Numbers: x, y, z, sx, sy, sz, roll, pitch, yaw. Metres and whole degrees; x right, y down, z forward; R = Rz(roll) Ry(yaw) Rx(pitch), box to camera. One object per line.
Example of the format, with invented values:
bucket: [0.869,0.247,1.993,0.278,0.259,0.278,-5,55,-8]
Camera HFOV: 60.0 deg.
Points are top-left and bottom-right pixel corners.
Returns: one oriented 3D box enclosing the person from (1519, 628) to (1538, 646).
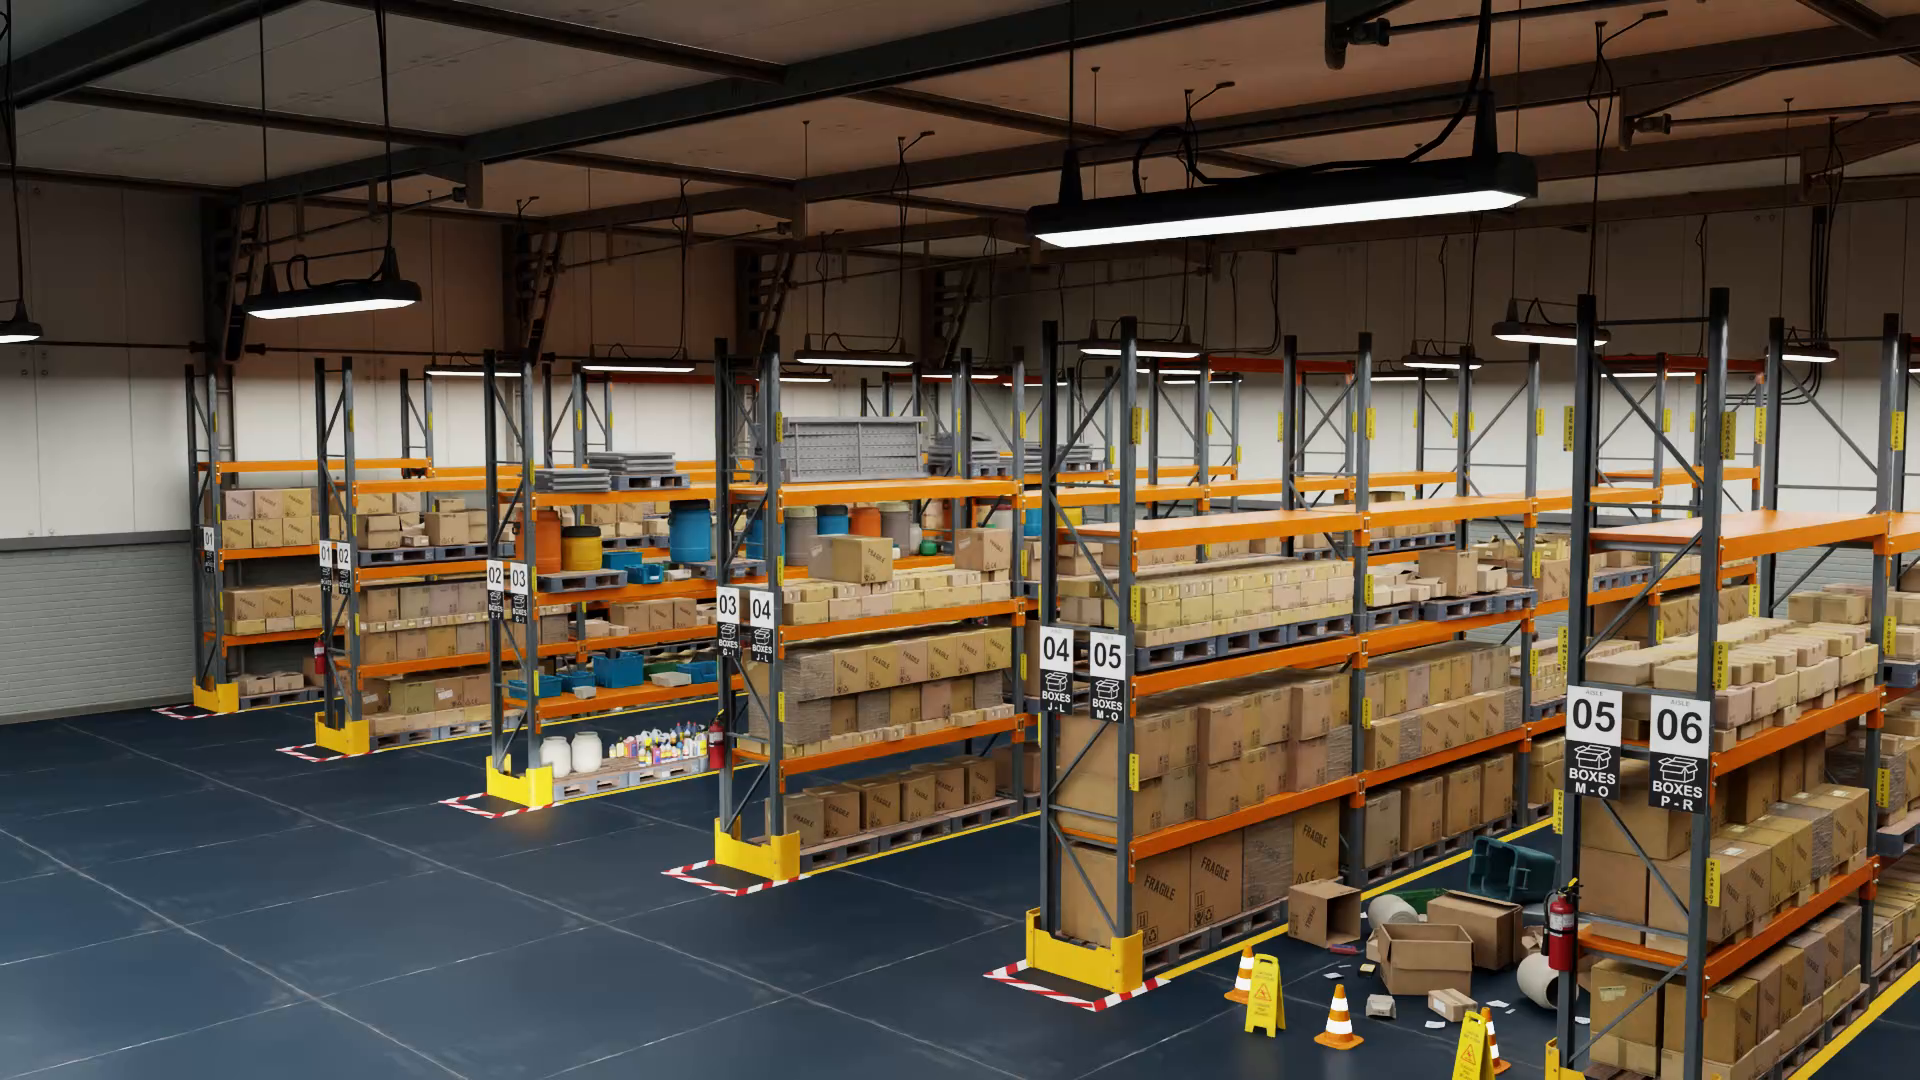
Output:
person: [8.974,2.265,26.173,0.618,1.771,0.490,0,4,3]
